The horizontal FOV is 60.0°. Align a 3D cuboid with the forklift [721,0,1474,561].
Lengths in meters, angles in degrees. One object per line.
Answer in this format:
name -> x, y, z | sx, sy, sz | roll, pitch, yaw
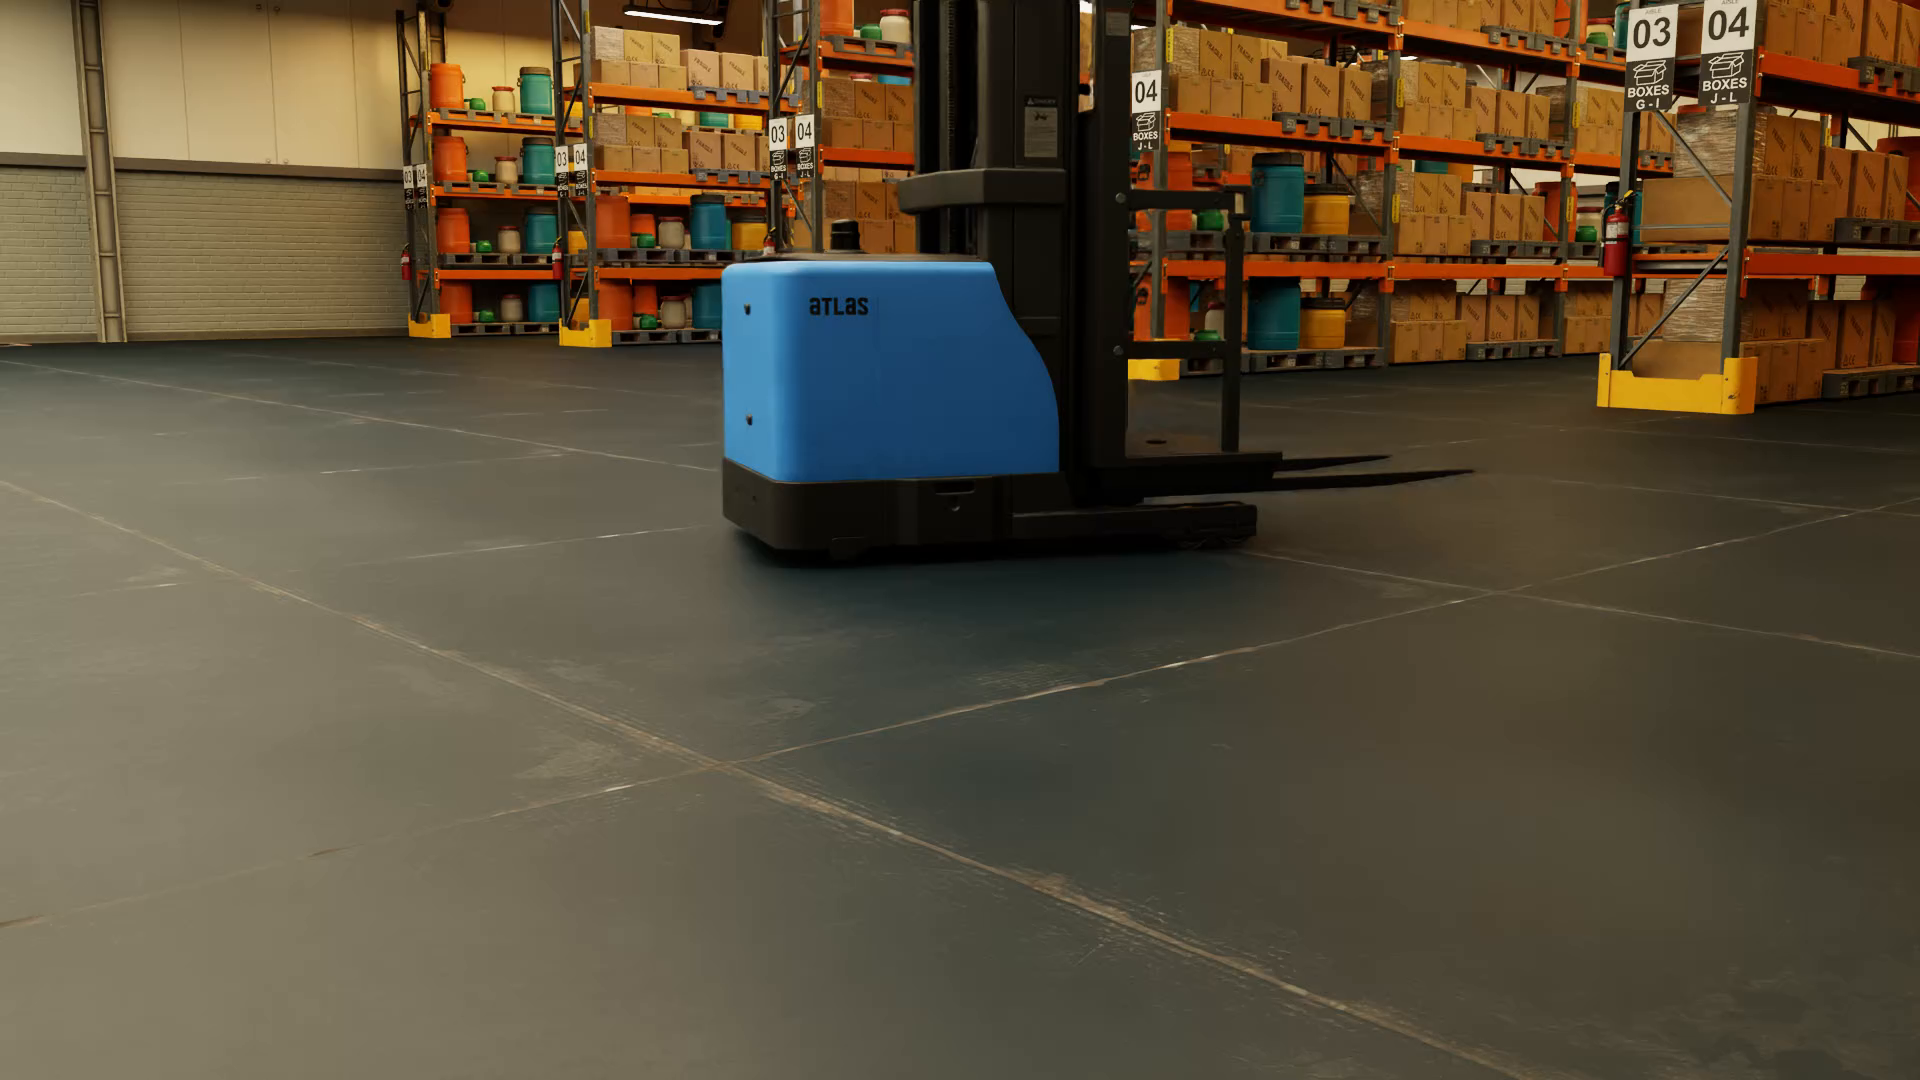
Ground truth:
forklift -> 0.617, -1.488, 6.574 | 3.031, 2.935, 1.130 | -3, 9, -20
